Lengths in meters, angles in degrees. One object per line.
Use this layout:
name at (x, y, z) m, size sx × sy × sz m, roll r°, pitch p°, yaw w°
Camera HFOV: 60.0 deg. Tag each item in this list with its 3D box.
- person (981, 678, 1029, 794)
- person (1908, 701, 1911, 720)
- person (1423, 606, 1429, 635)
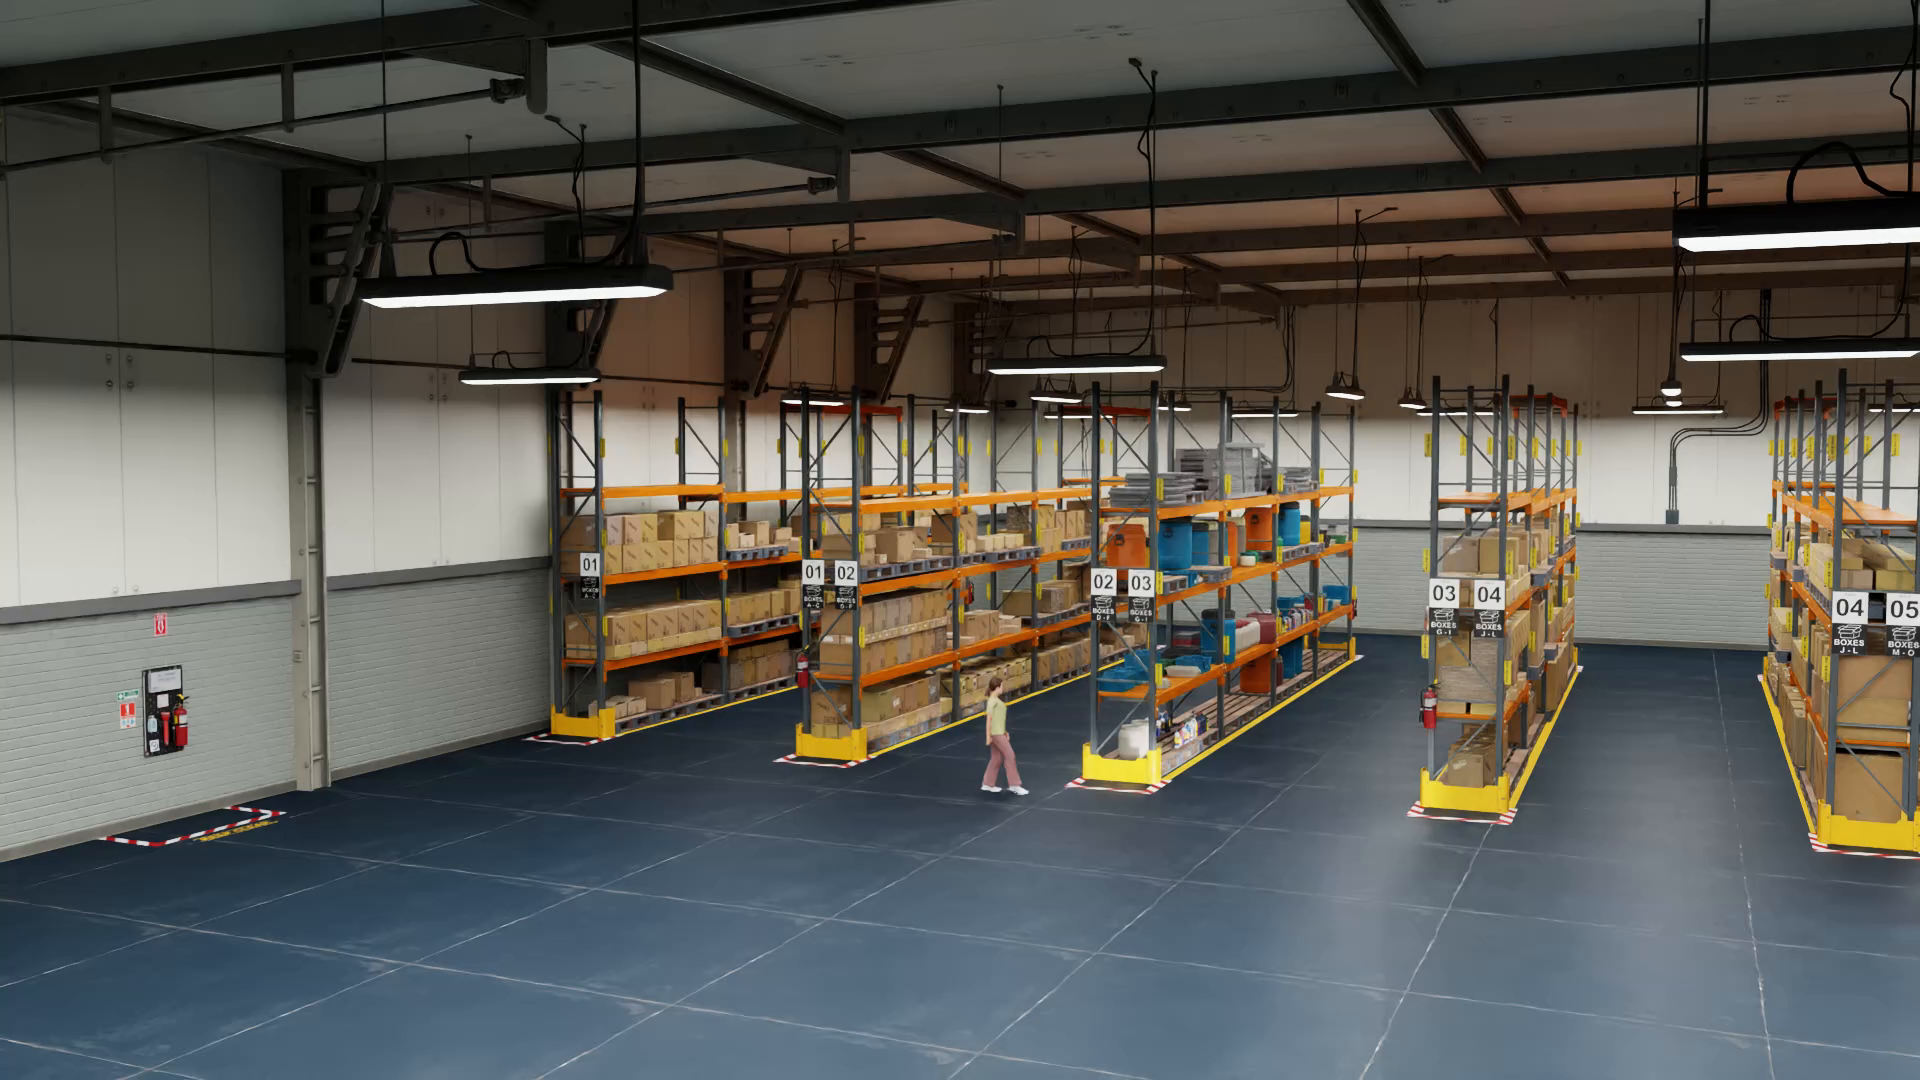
person at (0.654, 2.837, 24.148) m, size 0.698 × 1.680 × 0.460 m, roll 0°, pitch 3°, yaw 3°
person at (17.432, 2.558, 30.434) m, size 0.483 × 1.541 × 0.538 m, roll 0°, pitch 3°, yaw 8°
person at (10.616, 2.066, 37.061) m, size 0.559 × 1.789 × 0.654 m, roll -3°, pitch 4°, yaw -42°
